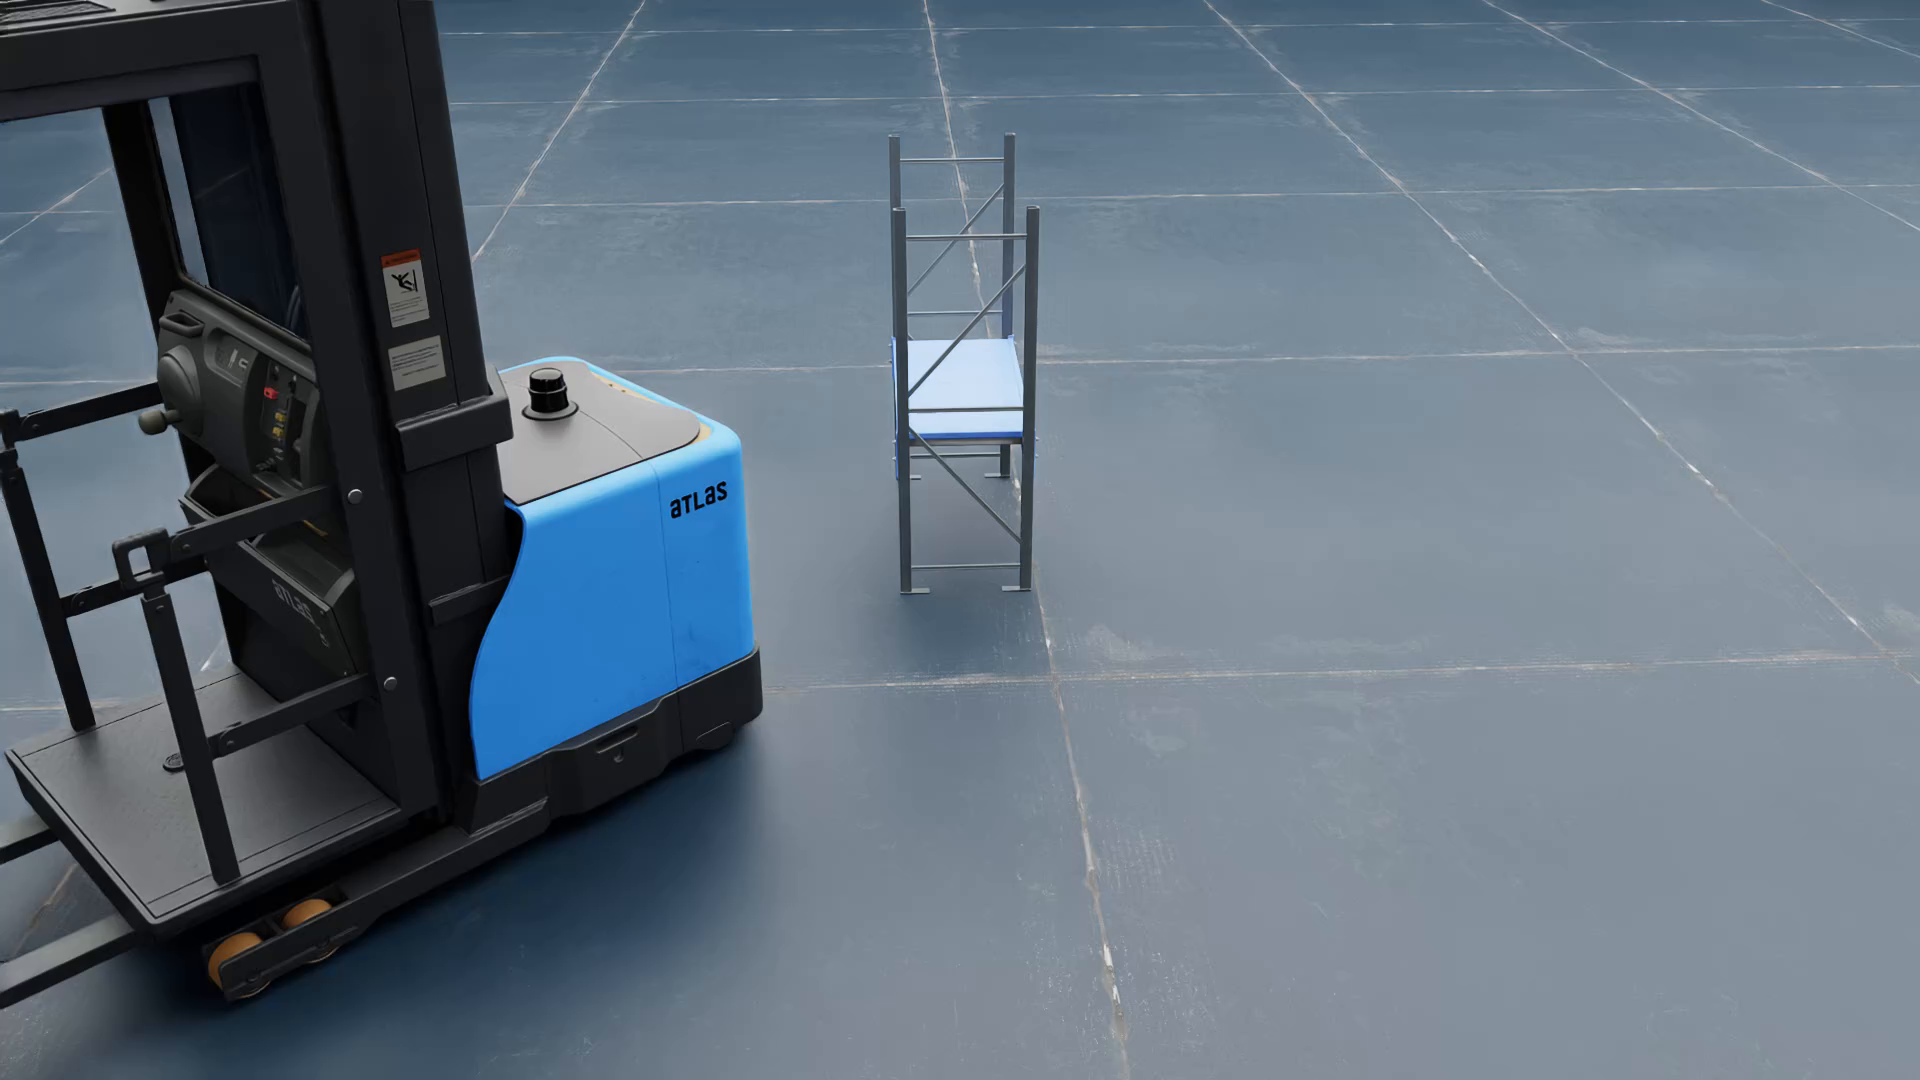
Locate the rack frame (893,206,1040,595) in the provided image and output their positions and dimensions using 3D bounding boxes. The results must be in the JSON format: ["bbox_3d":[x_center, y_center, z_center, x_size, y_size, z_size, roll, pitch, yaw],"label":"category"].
[{"bbox_3d":[0.022,-0.470,6.029,0.500,1.500,0.032,-1,28,-3],"label":"rack frame"}]

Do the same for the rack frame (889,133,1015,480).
[{"bbox_3d":[-0.031,-0.939,6.929,0.500,1.500,0.032,-1,28,-3],"label":"rack frame"}]

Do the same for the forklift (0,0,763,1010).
[{"bbox_3d":[-2.054,-0.354,4.260,3.031,2.935,1.130,-25,36,-39],"label":"forklift"}]

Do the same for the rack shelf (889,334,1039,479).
[{"bbox_3d":[-0.004,-0.545,6.562,0.538,0.185,1.000,-1,28,-3],"label":"rack shelf"}]

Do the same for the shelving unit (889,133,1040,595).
[{"bbox_3d":[-0.004,-0.704,6.479,0.538,1.500,1.048,-1,28,-3],"label":"shelving unit"}]
